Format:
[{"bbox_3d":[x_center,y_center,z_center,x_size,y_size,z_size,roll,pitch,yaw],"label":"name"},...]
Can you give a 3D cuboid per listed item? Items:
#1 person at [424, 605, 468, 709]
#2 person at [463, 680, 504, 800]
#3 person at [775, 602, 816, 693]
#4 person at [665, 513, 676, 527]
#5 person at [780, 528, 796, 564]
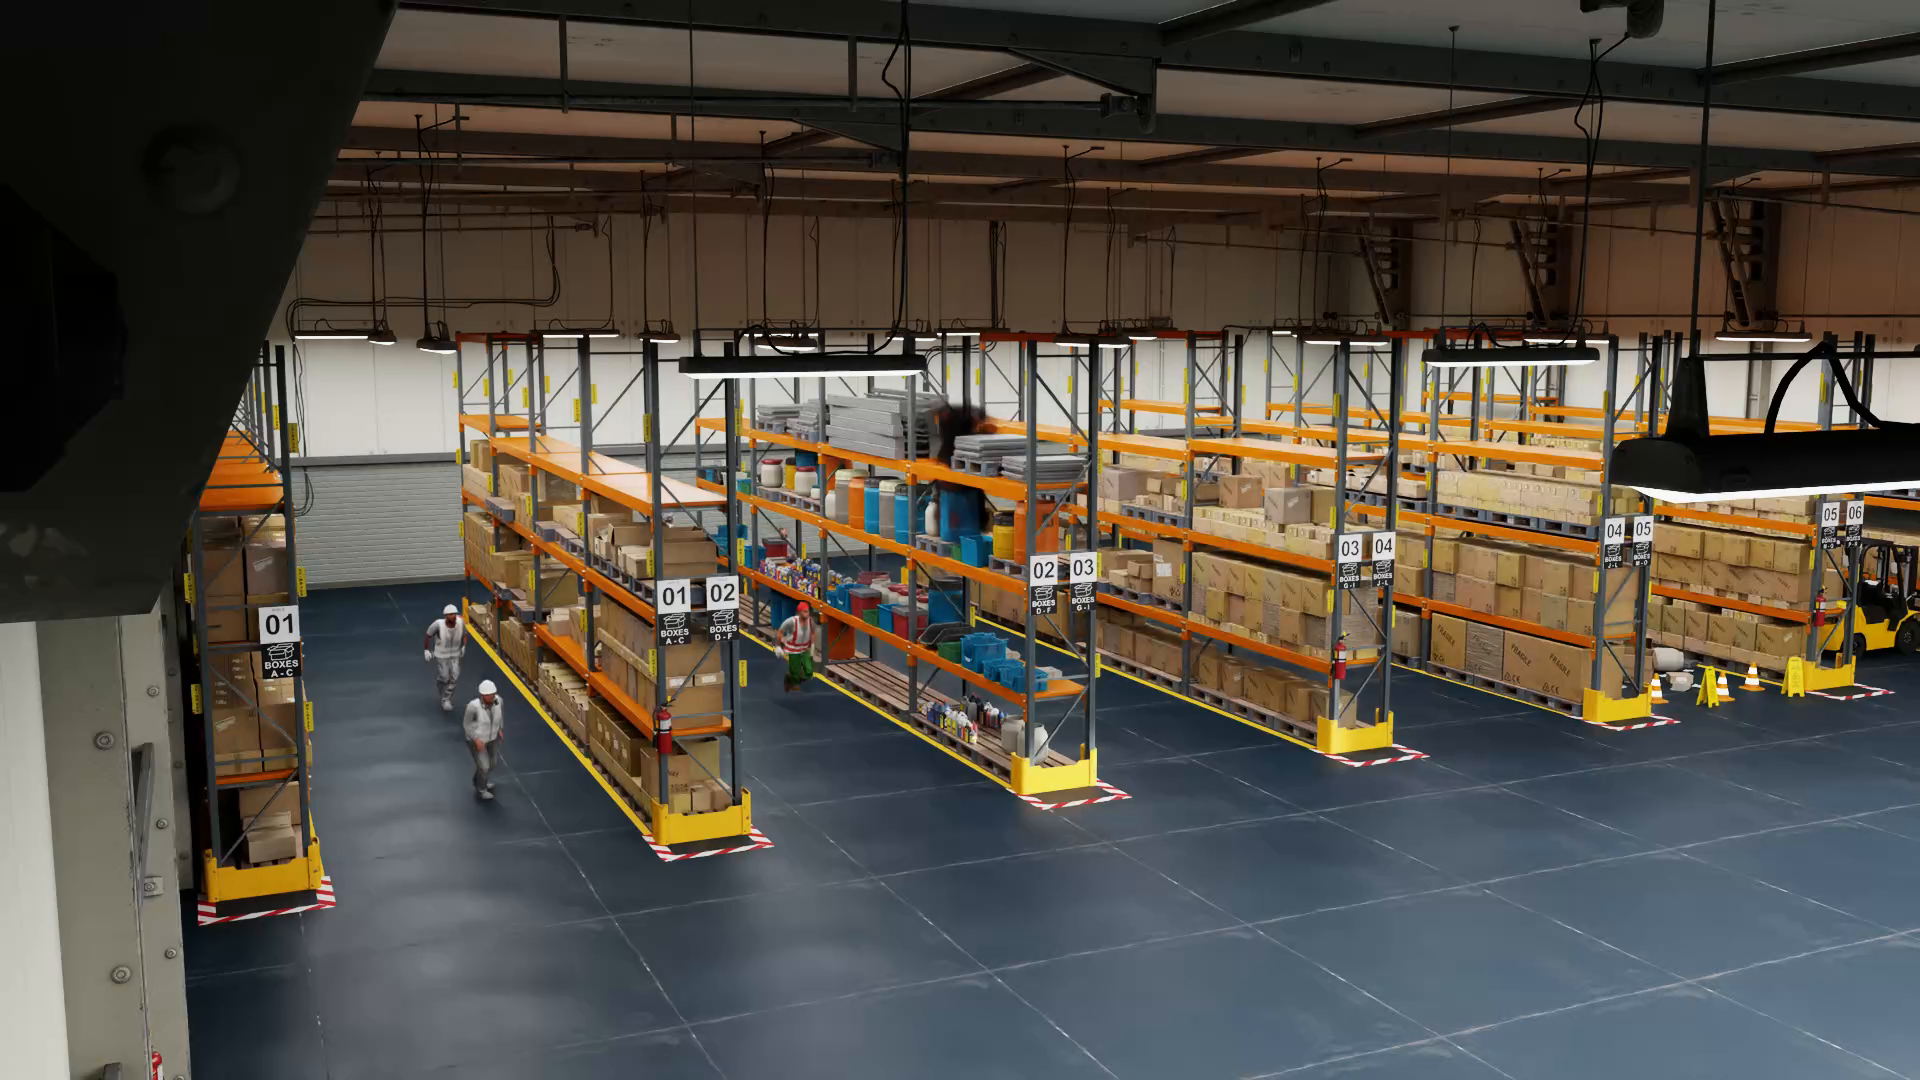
[{"bbox_3d":[-8.302,1.869,26.909,0.684,1.709,0.698,-6,10,-40],"label":"person"},{"bbox_3d":[-6.258,2.585,21.817,0.880,1.643,0.668,6,9,35],"label":"person"},{"bbox_3d":[-2.650,1.753,26.962,0.663,1.568,0.731,-6,10,-39],"label":"person"},{"bbox_3d":[-6.925,0.206,39.302,0.906,1.697,0.609,-2,8,-15],"label":"person"},{"bbox_3d":[-3.934,0.525,37.244,0.642,1.624,0.857,-8,11,-44],"label":"person"}]
